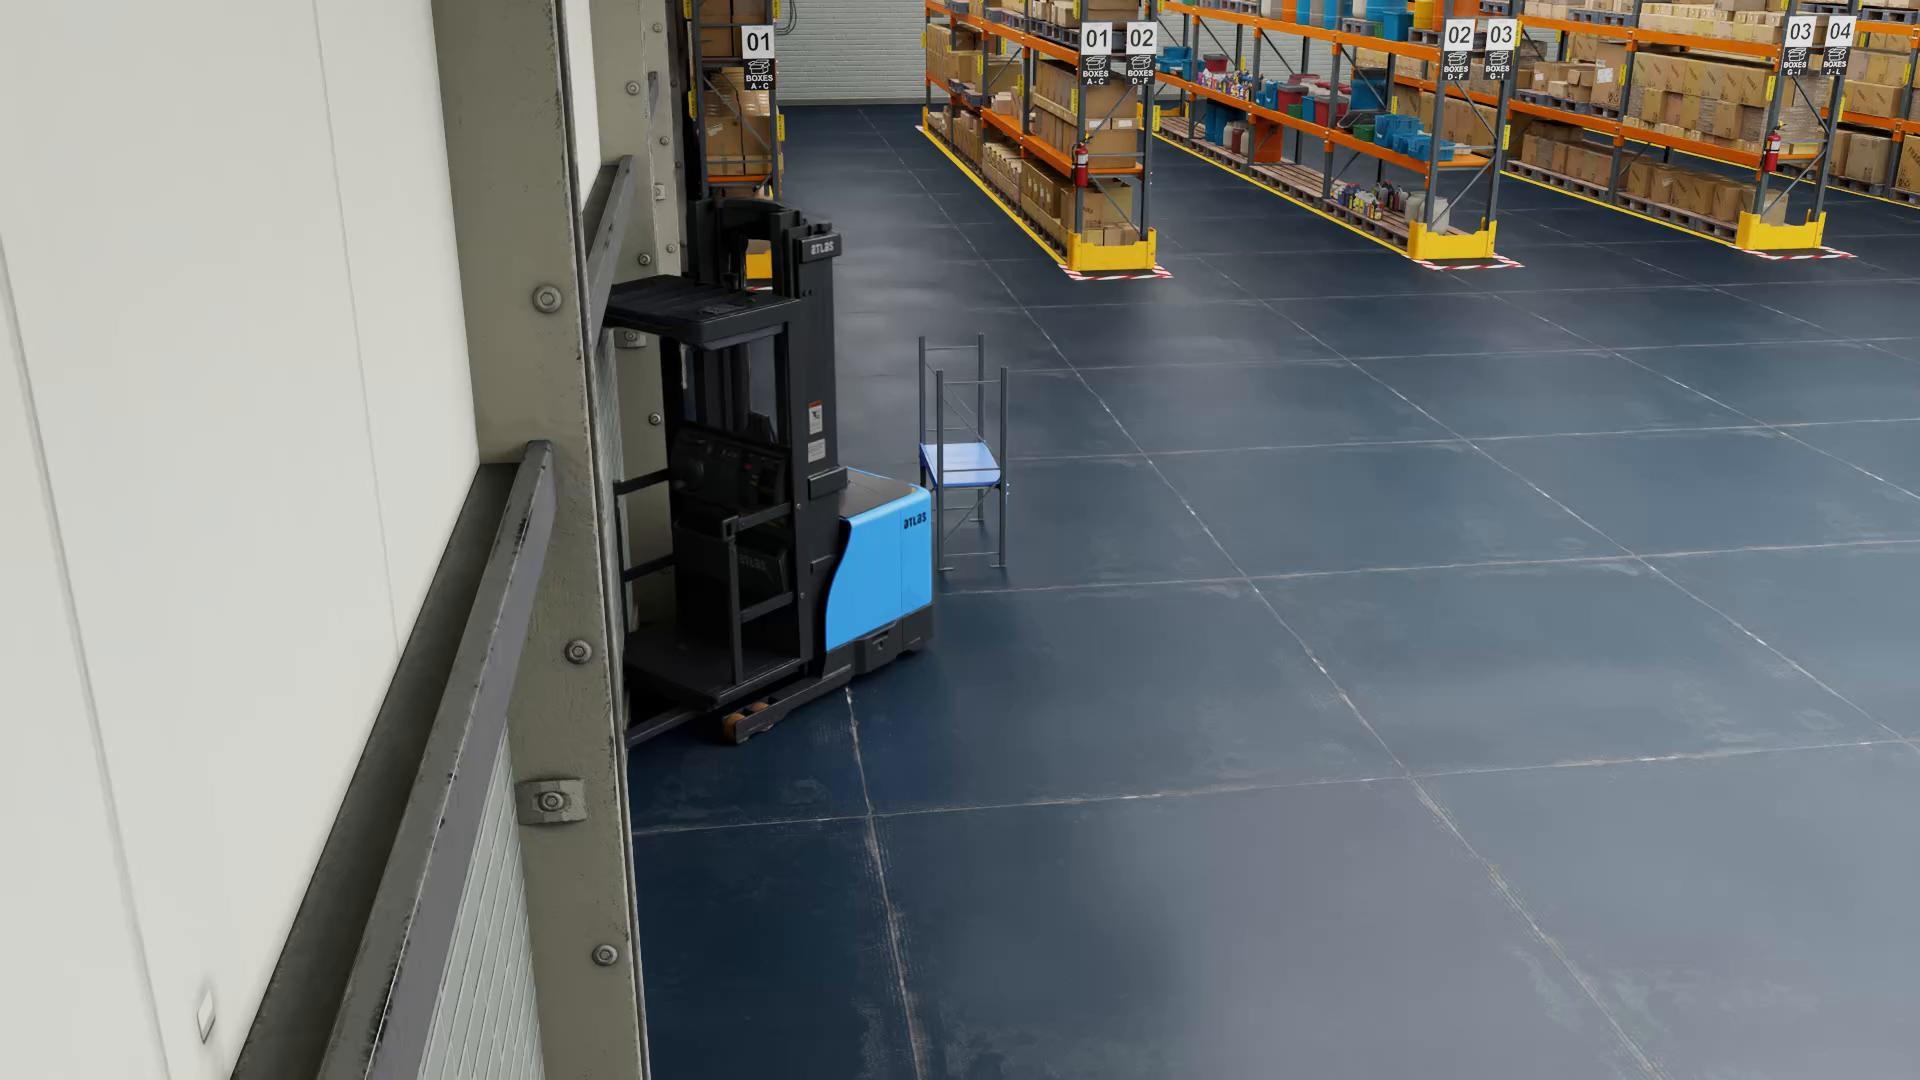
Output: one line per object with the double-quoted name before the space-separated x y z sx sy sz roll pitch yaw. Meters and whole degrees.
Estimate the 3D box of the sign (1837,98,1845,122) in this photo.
"sign" 12.391 -6.062 23.422 0.100 0.325 0.005 -3 21 -8

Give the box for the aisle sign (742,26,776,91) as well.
"aisle sign" -2.543 -6.087 21.012 0.394 0.787 0.004 -3 21 -8

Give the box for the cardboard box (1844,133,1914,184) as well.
"cardboard box" 16.022 -6.582 28.667 1.050 0.750 0.750 -3 21 -8

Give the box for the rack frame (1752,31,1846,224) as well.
"rack frame" 11.854 -5.629 23.500 1.000 3.000 0.127 -3 21 -8

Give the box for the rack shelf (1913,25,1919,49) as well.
"rack shelf" 16.489 -7.605 25.531 1.077 0.370 4.000 -3 21 -8

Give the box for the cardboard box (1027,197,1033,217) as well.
"cardboard box" 1.308 -5.075 25.346 0.500 0.250 0.500 -3 21 -8

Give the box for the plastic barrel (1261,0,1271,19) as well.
"plastic barrel" 5.542 -9.483 29.373 0.421 0.512 0.421 0 20 0

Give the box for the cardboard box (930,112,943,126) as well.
"cardboard box" -0.386 -9.213 36.396 0.500 0.250 0.500 -3 21 -8

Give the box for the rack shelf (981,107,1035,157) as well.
"rack shelf" 1.186 -6.871 27.853 1.077 0.370 4.000 -3 21 -8

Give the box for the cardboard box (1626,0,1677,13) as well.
"cardboard box" 11.308 -8.832 27.040 0.797 0.503 0.637 -4 21 -10

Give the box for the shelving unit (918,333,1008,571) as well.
"shelving unit" 0.012 -0.673 12.375 0.538 1.500 1.048 -3 21 -8

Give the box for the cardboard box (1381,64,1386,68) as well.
"cardboard box" 9.496 -10.379 36.576 0.380 0.149 0.250 -3 21 -9

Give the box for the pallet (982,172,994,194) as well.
"pallet" 0.978 -6.307 29.301 1.003 0.211 1.213 -3 21 -8

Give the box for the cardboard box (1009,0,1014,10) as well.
"cardboard box" 1.112 -9.097 28.113 0.500 0.250 0.500 -2 21 -6

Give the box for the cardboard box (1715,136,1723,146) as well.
"cardboard box" 11.471 -5.946 24.708 0.380 0.149 0.250 -3 21 -8

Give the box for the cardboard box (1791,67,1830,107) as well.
"cardboard box" 12.045 -6.488 23.802 0.500 0.500 0.500 -3 21 -8

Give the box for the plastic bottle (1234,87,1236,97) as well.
"plastic bottle" 5.218 -8.464 31.374 0.097 0.201 0.097 0 20 0

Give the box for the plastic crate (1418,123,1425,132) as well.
"plastic crate" 6.805 -6.325 25.576 0.499 0.251 0.616 -3 21 -8

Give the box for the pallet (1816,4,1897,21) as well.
"pallet" 15.933 -9.323 29.374 1.003 0.211 1.213 -2 21 -5

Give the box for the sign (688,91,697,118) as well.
"sign" -3.402 -5.549 21.179 0.100 0.325 0.005 -3 21 -8

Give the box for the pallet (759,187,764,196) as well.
"pallet" -3.720 -5.651 27.544 1.003 0.211 1.213 -3 21 -8

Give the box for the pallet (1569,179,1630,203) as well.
"pallet" 11.164 -5.977 28.417 1.003 0.211 1.213 -3 21 -8

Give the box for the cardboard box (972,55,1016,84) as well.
"cardboard box" 0.637 -8.920 31.569 0.700 0.500 0.500 -8 22 -21

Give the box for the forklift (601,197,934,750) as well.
"forklift" -1.488 -0.400 9.597 1.130 2.935 3.031 16 26 36

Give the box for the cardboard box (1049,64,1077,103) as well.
"cardboard box" 1.690 -6.668 24.286 0.700 0.500 0.500 -3 21 -8

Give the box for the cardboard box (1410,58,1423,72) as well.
"cardboard box" 9.801 -9.992 34.972 0.500 0.250 0.500 -3 21 -9

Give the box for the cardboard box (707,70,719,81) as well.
"cardboard box" -3.926 -7.740 28.380 0.700 0.500 0.500 -5 21 -14

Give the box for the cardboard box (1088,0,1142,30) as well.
"cardboard box" 1.972 -7.046 22.058 0.797 0.503 0.637 -1 21 -4

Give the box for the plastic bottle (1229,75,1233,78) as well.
"plastic bottle" 5.479 -9.308 33.634 0.097 0.201 0.097 0 20 0

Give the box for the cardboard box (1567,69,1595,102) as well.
"cardboard box" 10.937 -7.854 28.711 0.797 0.503 0.637 -1 20 -2

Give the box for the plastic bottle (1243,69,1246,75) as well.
"plastic bottle" 5.680 -9.209 33.156 0.144 0.351 0.185 -3 21 -8

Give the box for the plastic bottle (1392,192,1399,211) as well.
"plastic bottle" 6.743 -5.249 25.736 0.061 0.283 0.133 -3 21 -8

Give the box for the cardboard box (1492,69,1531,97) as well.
"cardboard box" 10.385 -8.604 31.322 0.500 0.500 0.500 -2 21 -6

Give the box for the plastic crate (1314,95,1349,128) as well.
"plastic crate" 6.004 -6.946 26.935 0.402 0.464 0.583 -3 21 -8

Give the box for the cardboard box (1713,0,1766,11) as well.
"cardboard box" 11.381 -7.978 24.221 0.500 0.500 0.500 -3 21 -8

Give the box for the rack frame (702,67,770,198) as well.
"rack frame" -3.427 -6.264 25.201 1.000 3.000 0.127 -3 21 -8

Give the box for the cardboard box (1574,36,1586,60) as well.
"cardboard box" 14.364 -11.216 37.892 0.500 0.500 0.500 -3 21 -8

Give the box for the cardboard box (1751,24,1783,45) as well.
"cardboard box" 11.534 -7.118 23.414 0.500 0.250 0.500 -2 21 -6

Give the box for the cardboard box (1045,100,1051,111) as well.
"cardboard box" 1.470 -6.410 24.520 0.380 0.149 0.250 -4 21 -10

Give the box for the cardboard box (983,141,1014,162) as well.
"cardboard box" 0.683 -6.876 29.366 0.500 0.311 0.500 -2 21 -6

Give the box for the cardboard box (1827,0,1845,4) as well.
"cardboard box" 15.657 -9.608 29.251 0.500 0.311 0.500 -3 21 -9

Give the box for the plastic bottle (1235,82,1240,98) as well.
"plastic bottle" 5.232 -8.463 31.271 0.097 0.271 0.097 0 20 0

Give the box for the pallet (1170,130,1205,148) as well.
"pallet" 5.079 -8.480 35.119 1.003 0.211 1.213 -3 21 -8

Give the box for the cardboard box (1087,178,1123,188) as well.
"cardboard box" 2.035 -4.933 23.894 0.500 0.500 0.500 -3 21 -8

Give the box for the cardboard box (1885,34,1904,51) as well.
"cardboard box" 19.811 -10.457 34.855 0.500 0.500 0.500 -3 21 -8

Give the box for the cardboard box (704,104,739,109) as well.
"cardboard box" -3.270 -5.676 22.740 0.500 0.500 0.500 -3 21 -9

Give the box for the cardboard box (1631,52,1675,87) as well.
"cardboard box" 11.091 -7.500 26.512 0.500 0.500 0.500 -3 21 -8

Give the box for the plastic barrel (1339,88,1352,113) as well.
"plastic barrel" 6.456 -7.170 27.432 0.433 0.535 0.433 0 20 0

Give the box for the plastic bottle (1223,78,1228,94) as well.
"plastic bottle" 5.109 -8.719 31.939 0.061 0.283 0.133 -3 21 -8

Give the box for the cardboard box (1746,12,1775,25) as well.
"cardboard box" 11.436 -7.416 23.643 0.380 0.149 0.250 -4 21 -10

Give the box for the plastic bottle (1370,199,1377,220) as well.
"plastic bottle" 6.220 -4.966 24.978 0.061 0.283 0.133 -2 21 -6

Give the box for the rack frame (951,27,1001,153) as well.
"rack frame" 0.321 -9.285 33.290 1.000 3.000 0.127 -3 21 -8

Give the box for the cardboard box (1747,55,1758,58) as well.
"cardboard box" 15.639 -9.411 32.535 0.380 0.149 0.250 -4 21 -10

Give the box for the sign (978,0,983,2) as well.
"sign" 0.361 -9.521 28.895 0.100 0.325 0.005 -3 21 -8

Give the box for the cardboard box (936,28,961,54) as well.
"cardboard box" -0.228 -10.489 34.939 0.500 0.500 0.500 -3 21 -8

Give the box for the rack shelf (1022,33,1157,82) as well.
"rack shelf" 1.763 -6.891 23.621 1.077 0.370 4.000 -3 21 -8
